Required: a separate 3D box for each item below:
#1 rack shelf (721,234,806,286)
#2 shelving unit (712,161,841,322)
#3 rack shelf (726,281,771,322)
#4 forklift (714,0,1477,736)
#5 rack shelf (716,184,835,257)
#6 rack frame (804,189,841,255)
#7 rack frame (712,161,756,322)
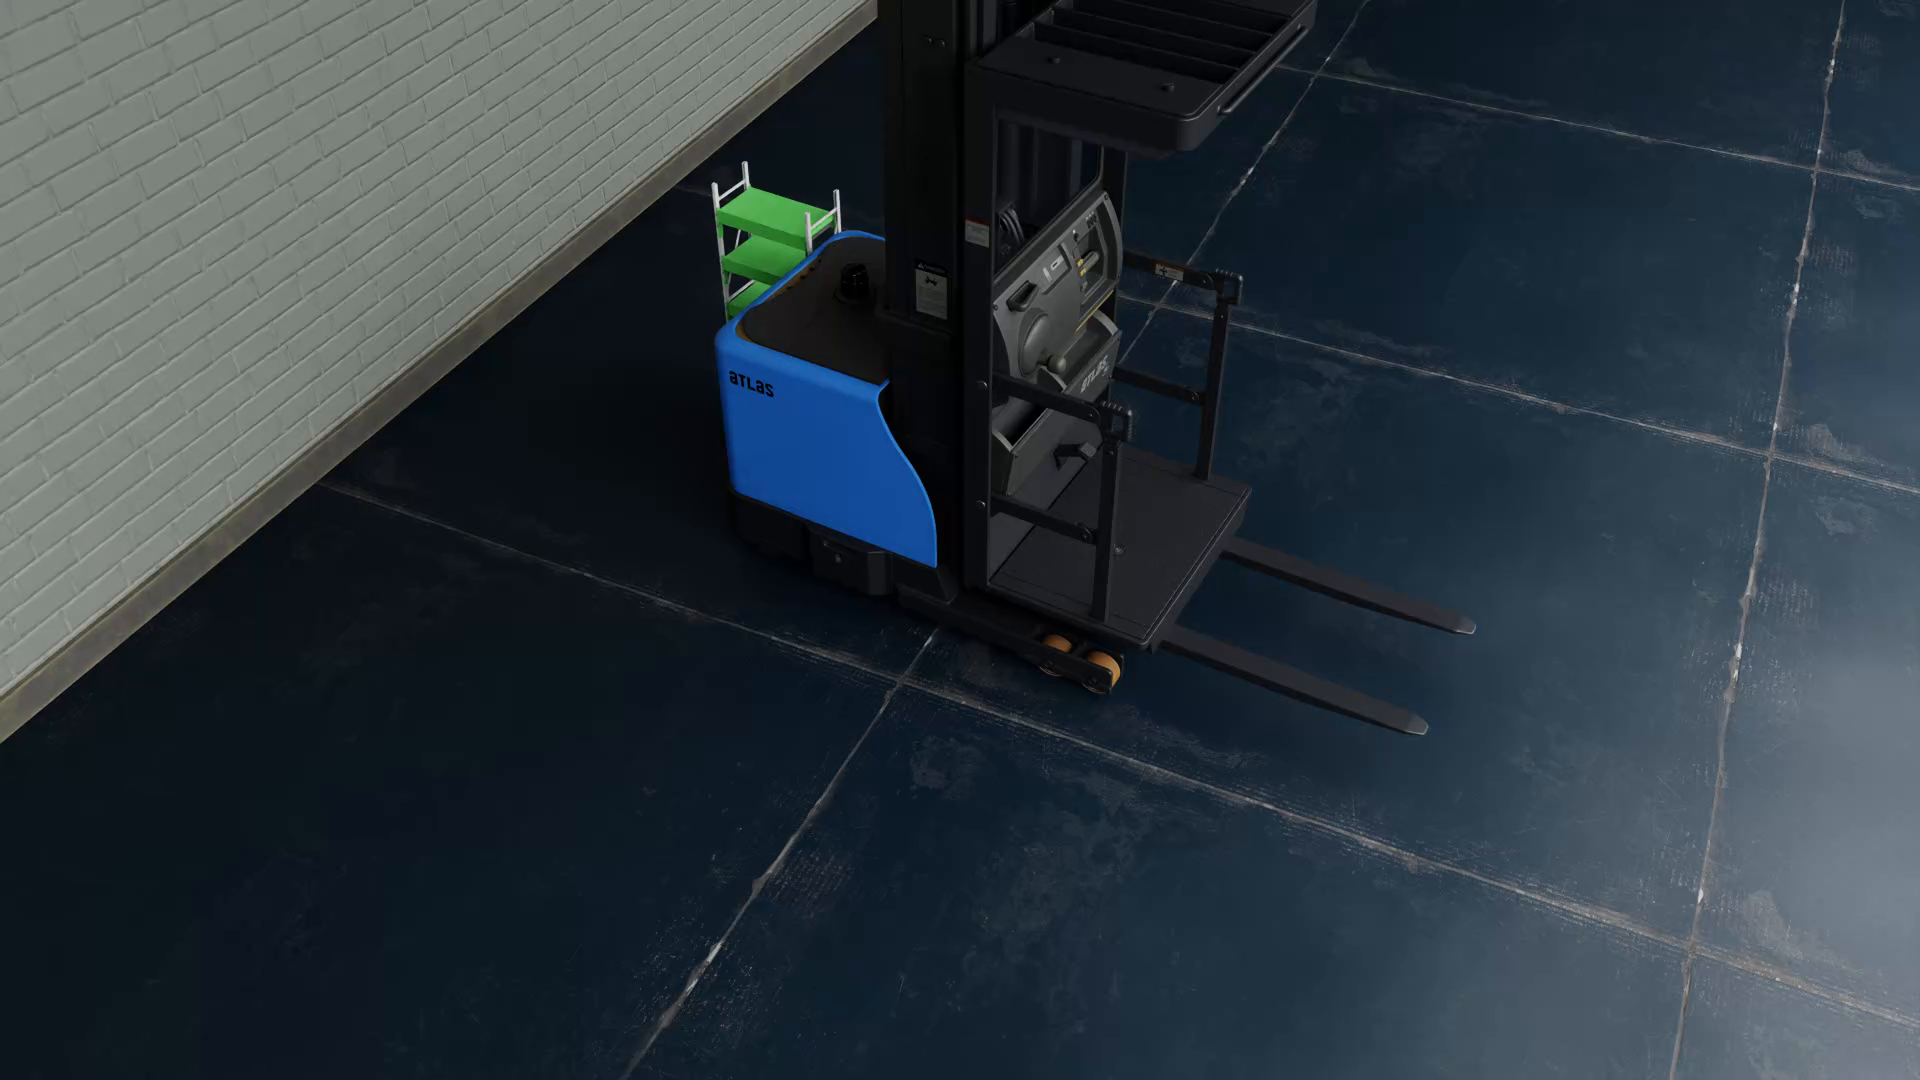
[{"bbox_3d":[-0.798,-1.202,7.451,0.480,0.148,0.258,21,45,23],"label":"rack shelf"},{"bbox_3d":[-0.798,-1.069,7.567,0.503,1.200,0.258,21,45,23],"label":"shelving unit"},{"bbox_3d":[-0.798,-1.020,7.609,0.480,0.148,0.258,21,45,23],"label":"rack shelf"},{"bbox_3d":[0.547,-0.904,6.055,3.031,2.935,1.130,20,45,22],"label":"forklift"},{"bbox_3d":[-0.798,-1.383,7.294,0.480,0.148,0.258,21,45,23],"label":"rack shelf"},{"bbox_3d":[-0.589,-0.987,7.472,0.015,1.200,0.240,21,45,23],"label":"rack frame"},{"bbox_3d":[-1.008,-1.151,7.661,0.015,1.200,0.240,21,45,23],"label":"rack frame"}]
